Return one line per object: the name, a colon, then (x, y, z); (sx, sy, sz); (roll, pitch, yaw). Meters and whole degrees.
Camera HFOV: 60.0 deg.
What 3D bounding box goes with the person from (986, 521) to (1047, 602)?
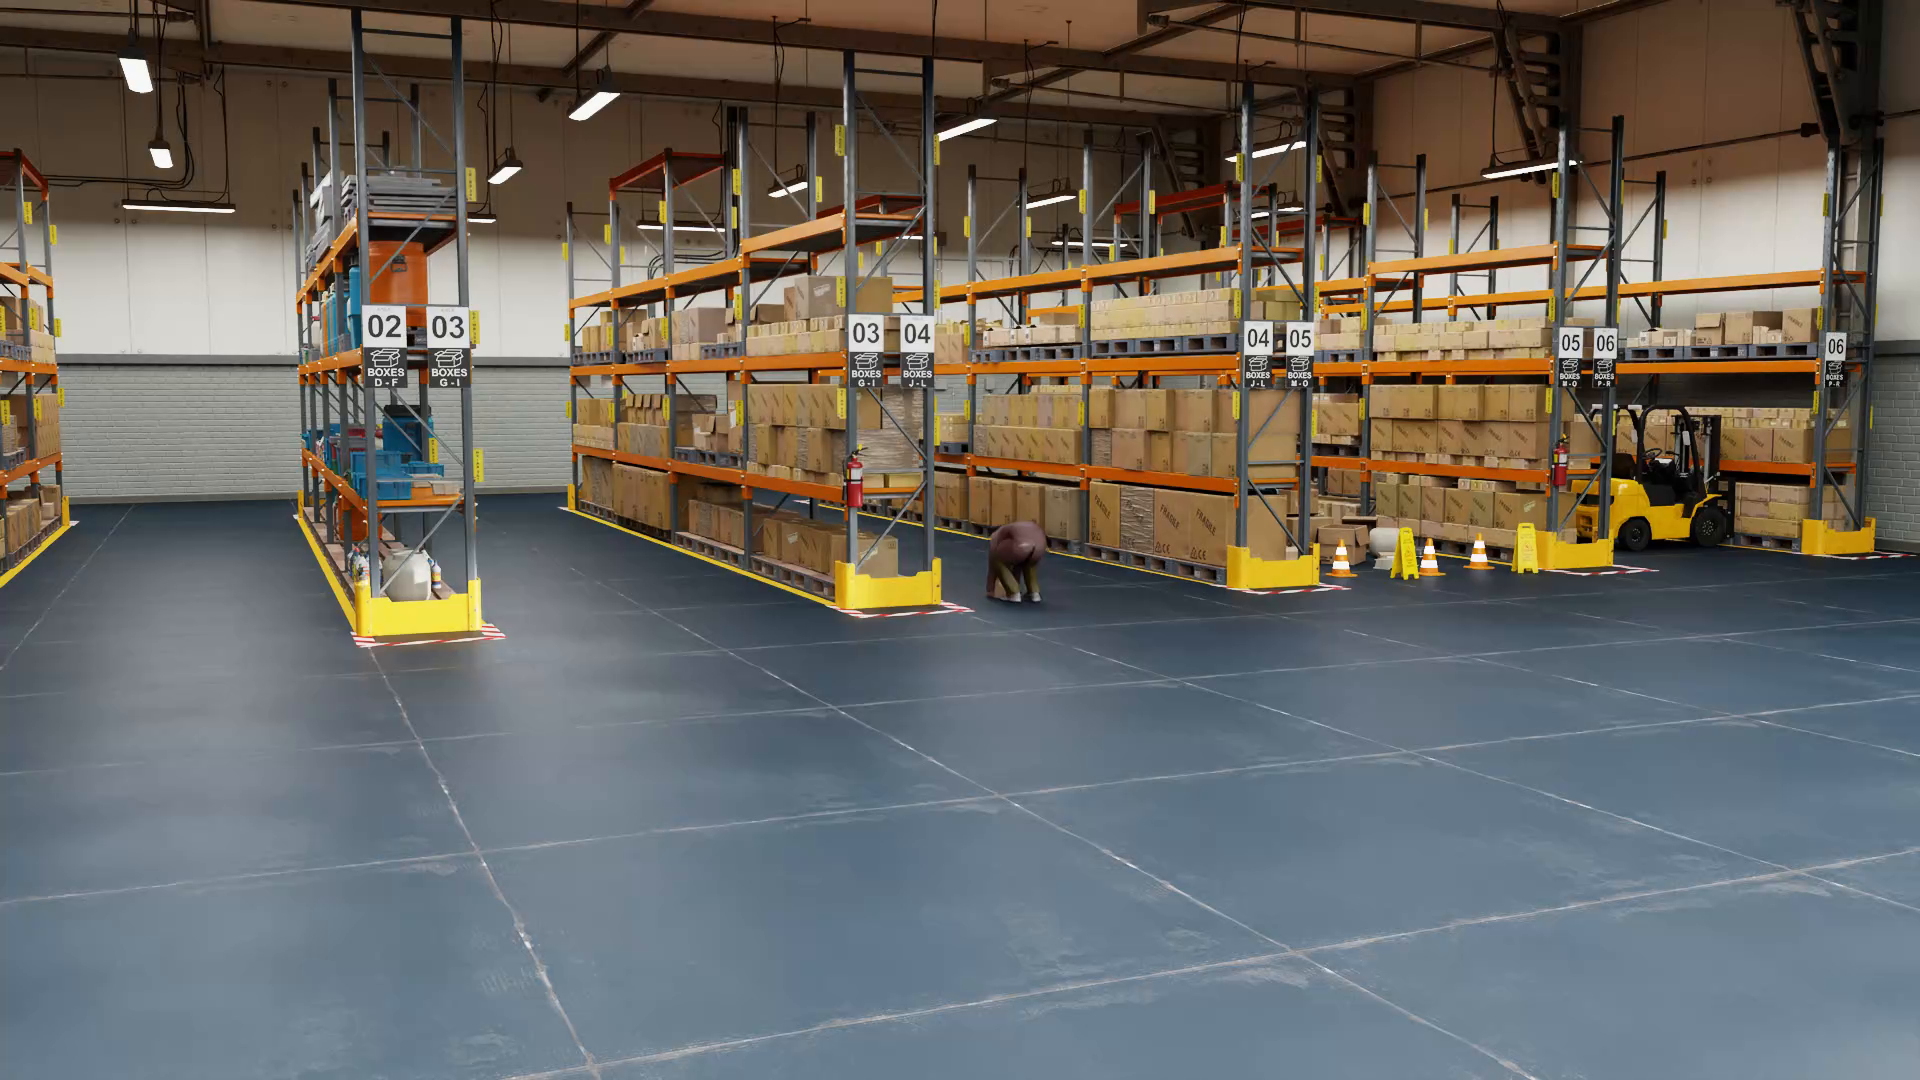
person: (0.626, 0.235, 18.945); (0.587, 0.923, 0.953); (-3, 6, -27)
